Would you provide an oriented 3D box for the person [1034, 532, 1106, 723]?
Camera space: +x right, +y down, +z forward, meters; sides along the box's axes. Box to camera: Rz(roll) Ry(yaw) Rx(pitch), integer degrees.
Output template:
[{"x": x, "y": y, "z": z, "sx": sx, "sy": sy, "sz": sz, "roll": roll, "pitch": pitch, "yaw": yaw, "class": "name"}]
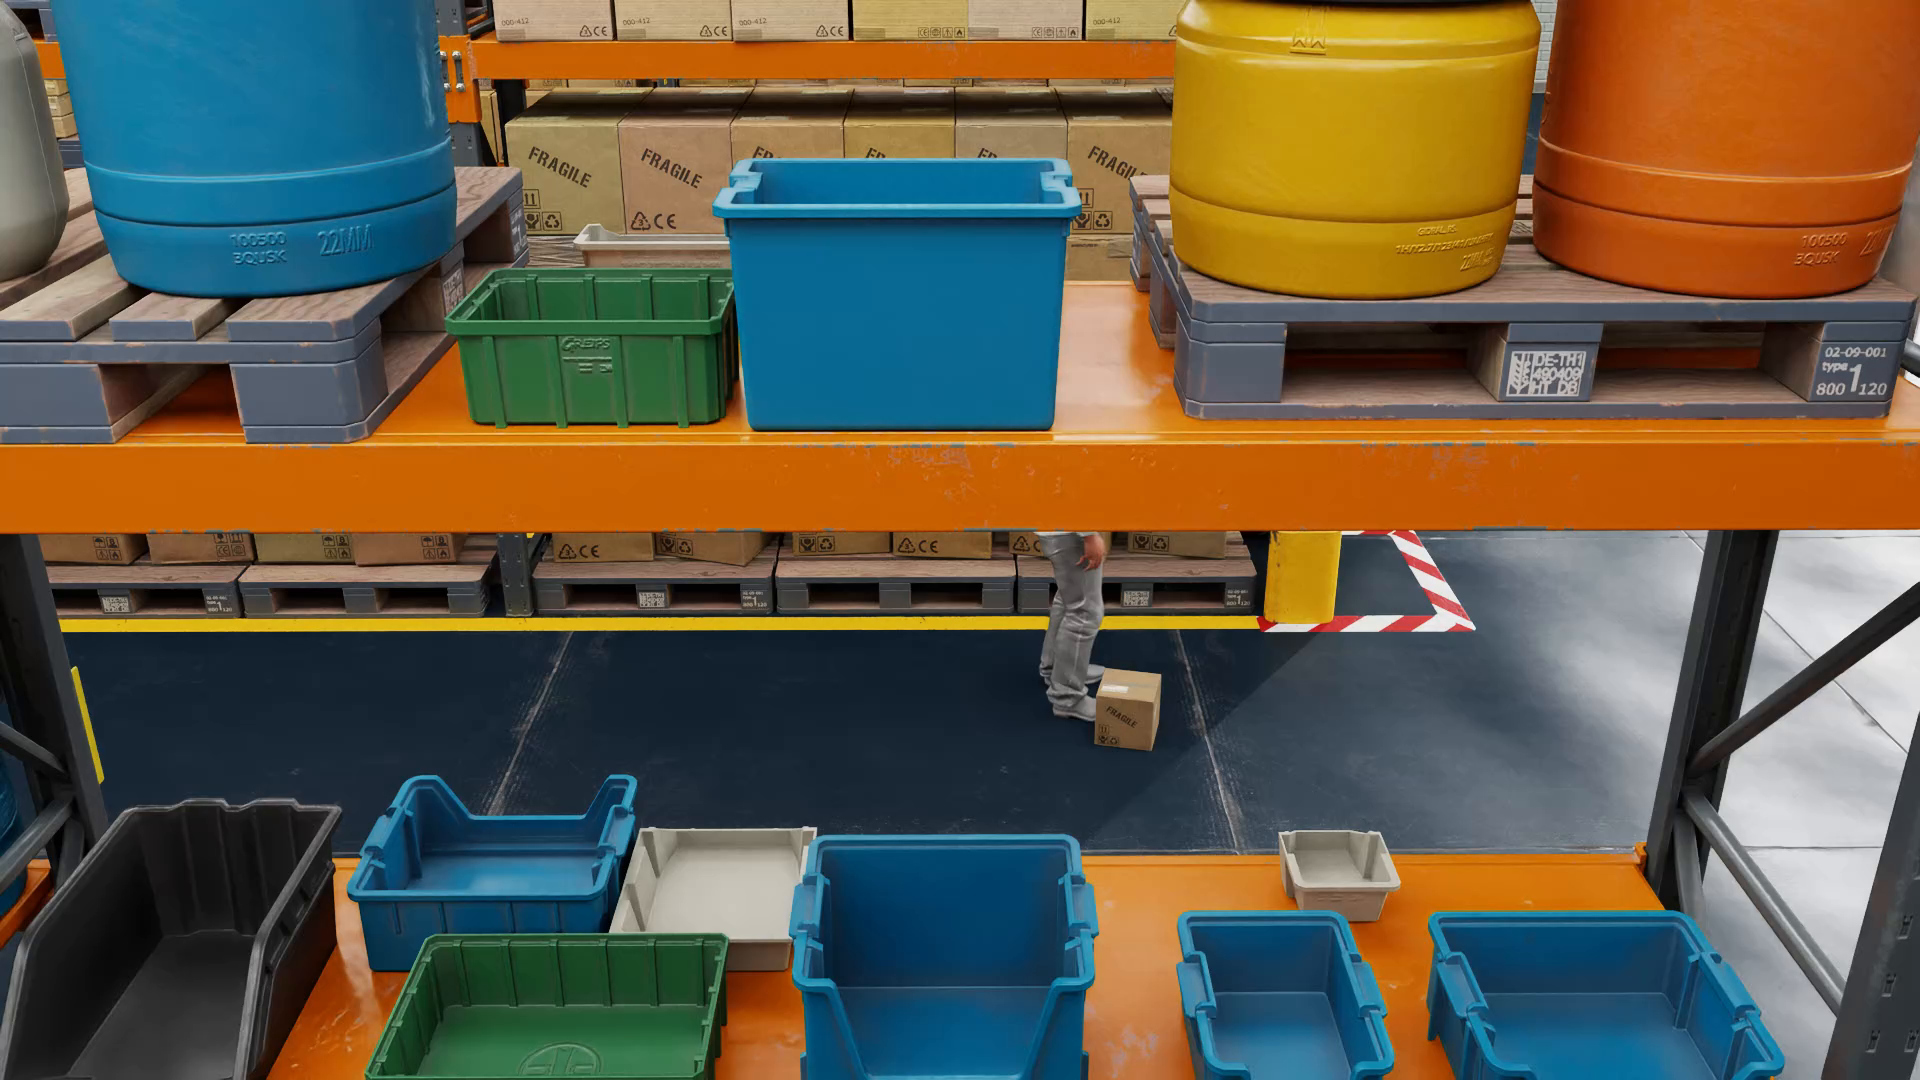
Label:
[{"x": 0.507, "y": -0.102, "z": 7.299, "sx": 0.464, "sy": 1.771, "sz": 0.593, "roll": -2, "pitch": 24, "yaw": -5, "class": "person"}]
